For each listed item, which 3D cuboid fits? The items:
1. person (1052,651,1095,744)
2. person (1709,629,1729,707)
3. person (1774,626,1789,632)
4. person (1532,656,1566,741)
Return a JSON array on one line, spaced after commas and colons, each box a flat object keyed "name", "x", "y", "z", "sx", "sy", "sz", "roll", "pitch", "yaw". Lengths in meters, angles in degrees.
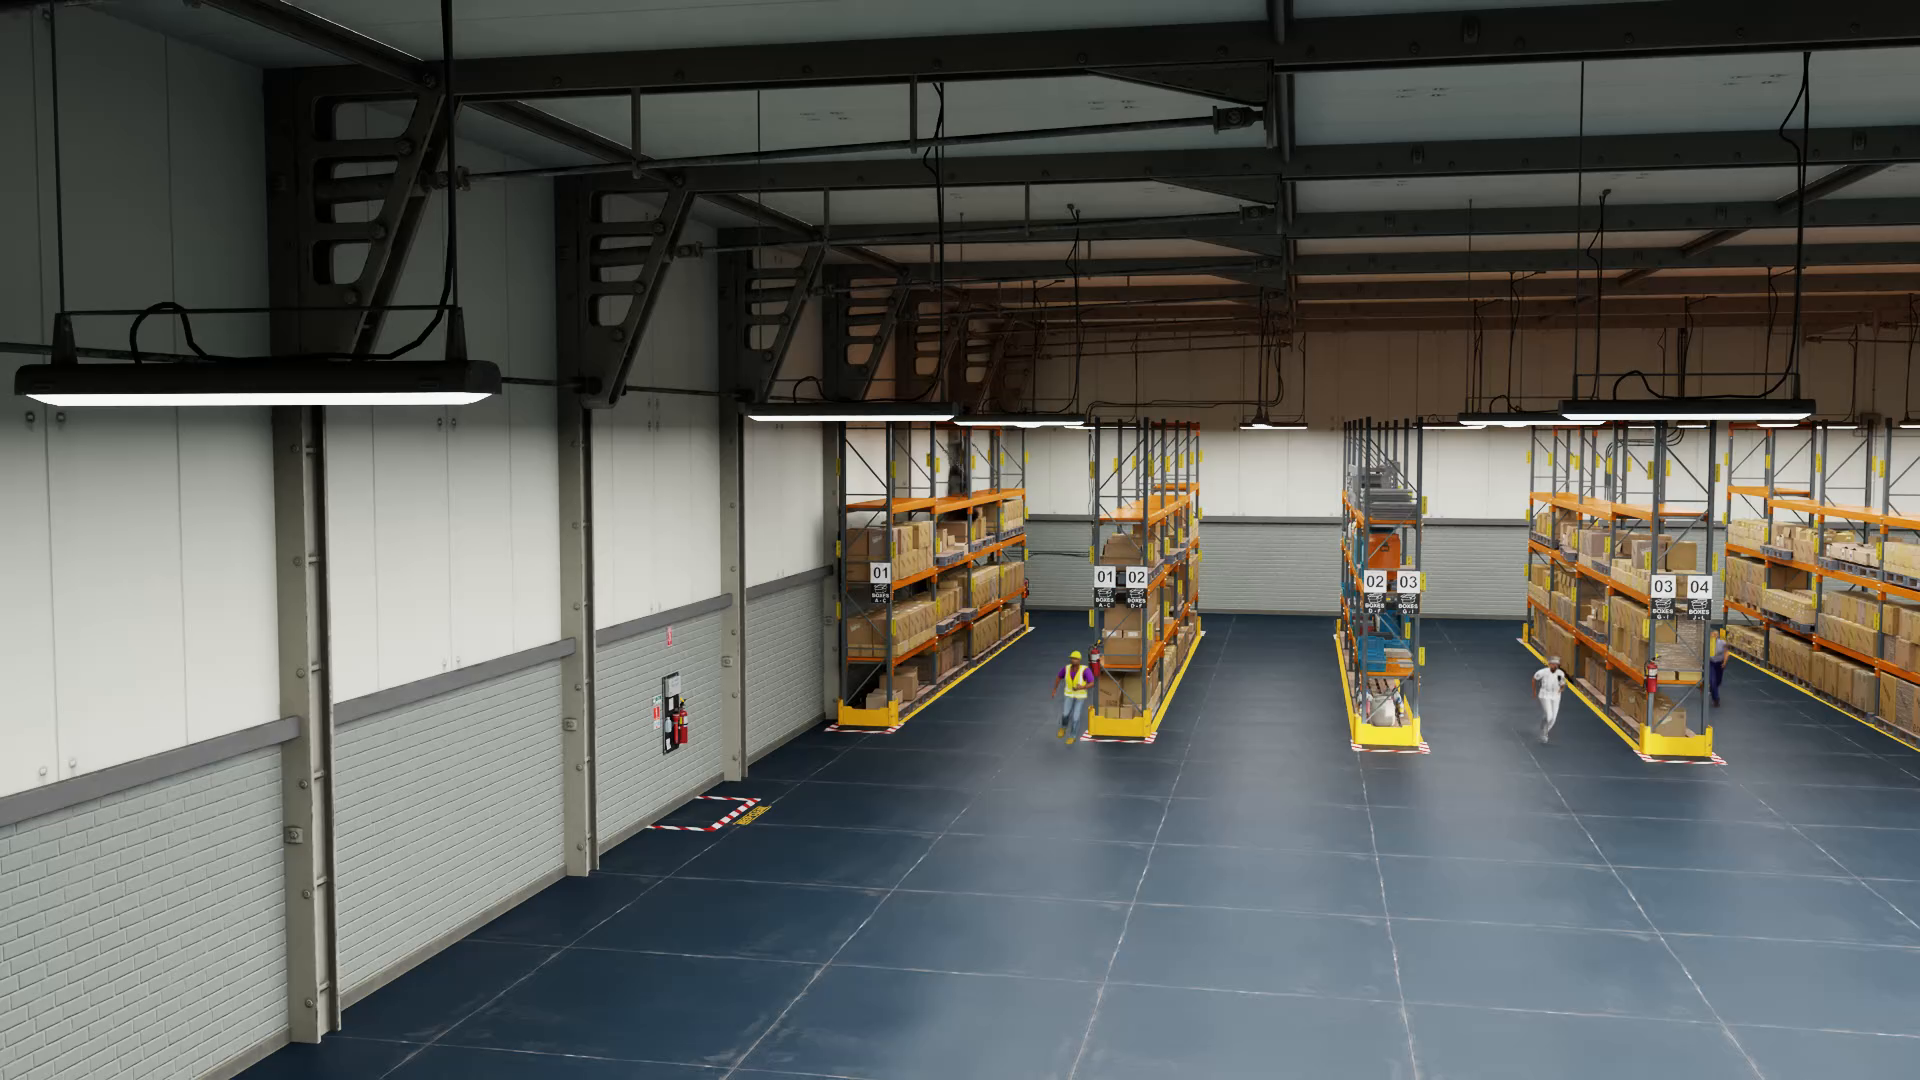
[{"name": "person", "x": 2.079, "y": 2.893, "z": 30.549, "sx": 0.807, "sy": 1.720, "sz": 0.606, "roll": 1, "pitch": 4, "yaw": 9}, {"name": "person", "x": 15.842, "y": 2.673, "z": 35.021, "sx": 0.607, "sy": 1.647, "sz": 0.917, "roll": 0, "pitch": 4, "yaw": 5}, {"name": "person", "x": 22.009, "y": 2.089, "z": 44.385, "sx": 0.581, "sy": 1.602, "sz": 0.642, "roll": -2, "pitch": 4, "yaw": -31}, {"name": "person", "x": 10.823, "y": 2.912, "z": 30.515, "sx": 0.523, "sy": 1.613, "sz": 0.706, "roll": 0, "pitch": 4, "yaw": -4}]
